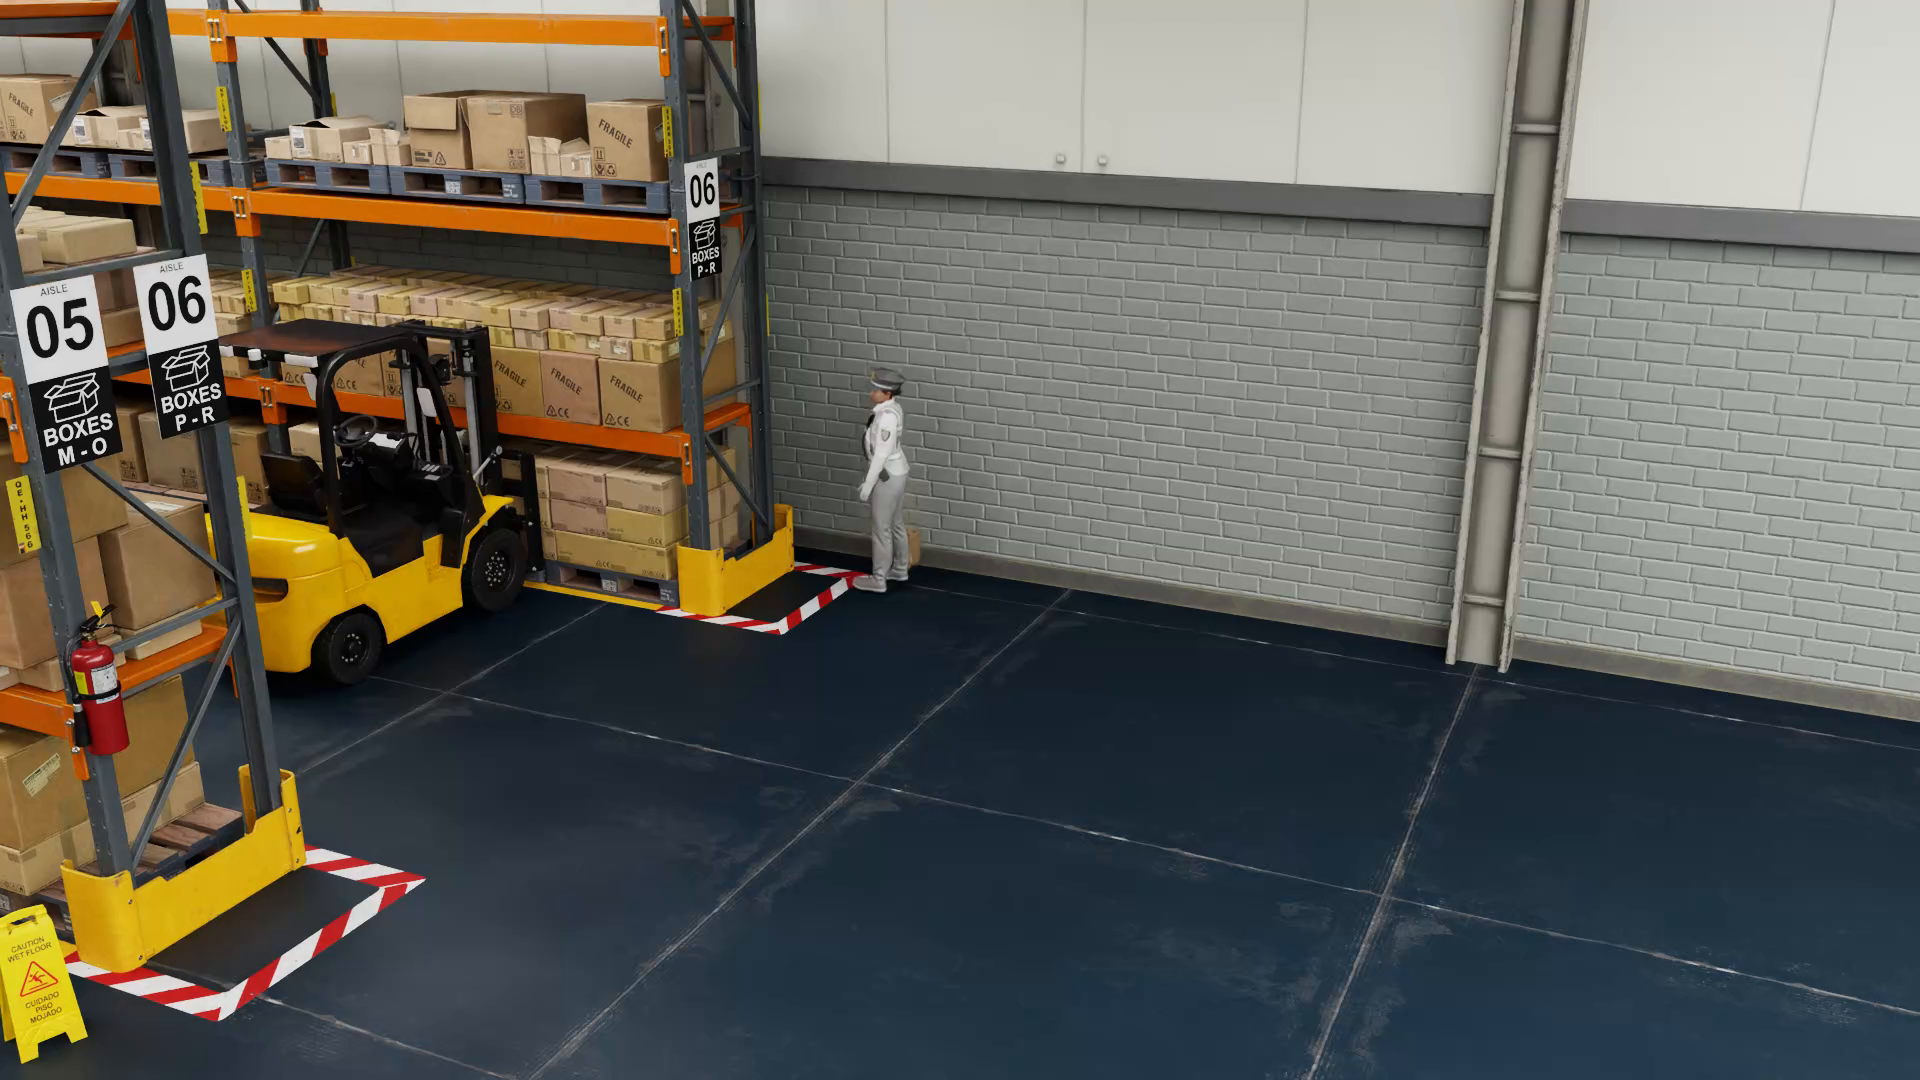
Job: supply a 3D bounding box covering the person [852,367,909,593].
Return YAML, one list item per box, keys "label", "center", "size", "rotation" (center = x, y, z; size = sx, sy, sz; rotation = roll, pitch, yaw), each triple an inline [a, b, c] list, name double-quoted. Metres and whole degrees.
- label: "person"
  center: [-0.586, -0.447, 12.253]
  size: [0.434, 1.687, 0.516]
  rotation: [1, 19, 4]
